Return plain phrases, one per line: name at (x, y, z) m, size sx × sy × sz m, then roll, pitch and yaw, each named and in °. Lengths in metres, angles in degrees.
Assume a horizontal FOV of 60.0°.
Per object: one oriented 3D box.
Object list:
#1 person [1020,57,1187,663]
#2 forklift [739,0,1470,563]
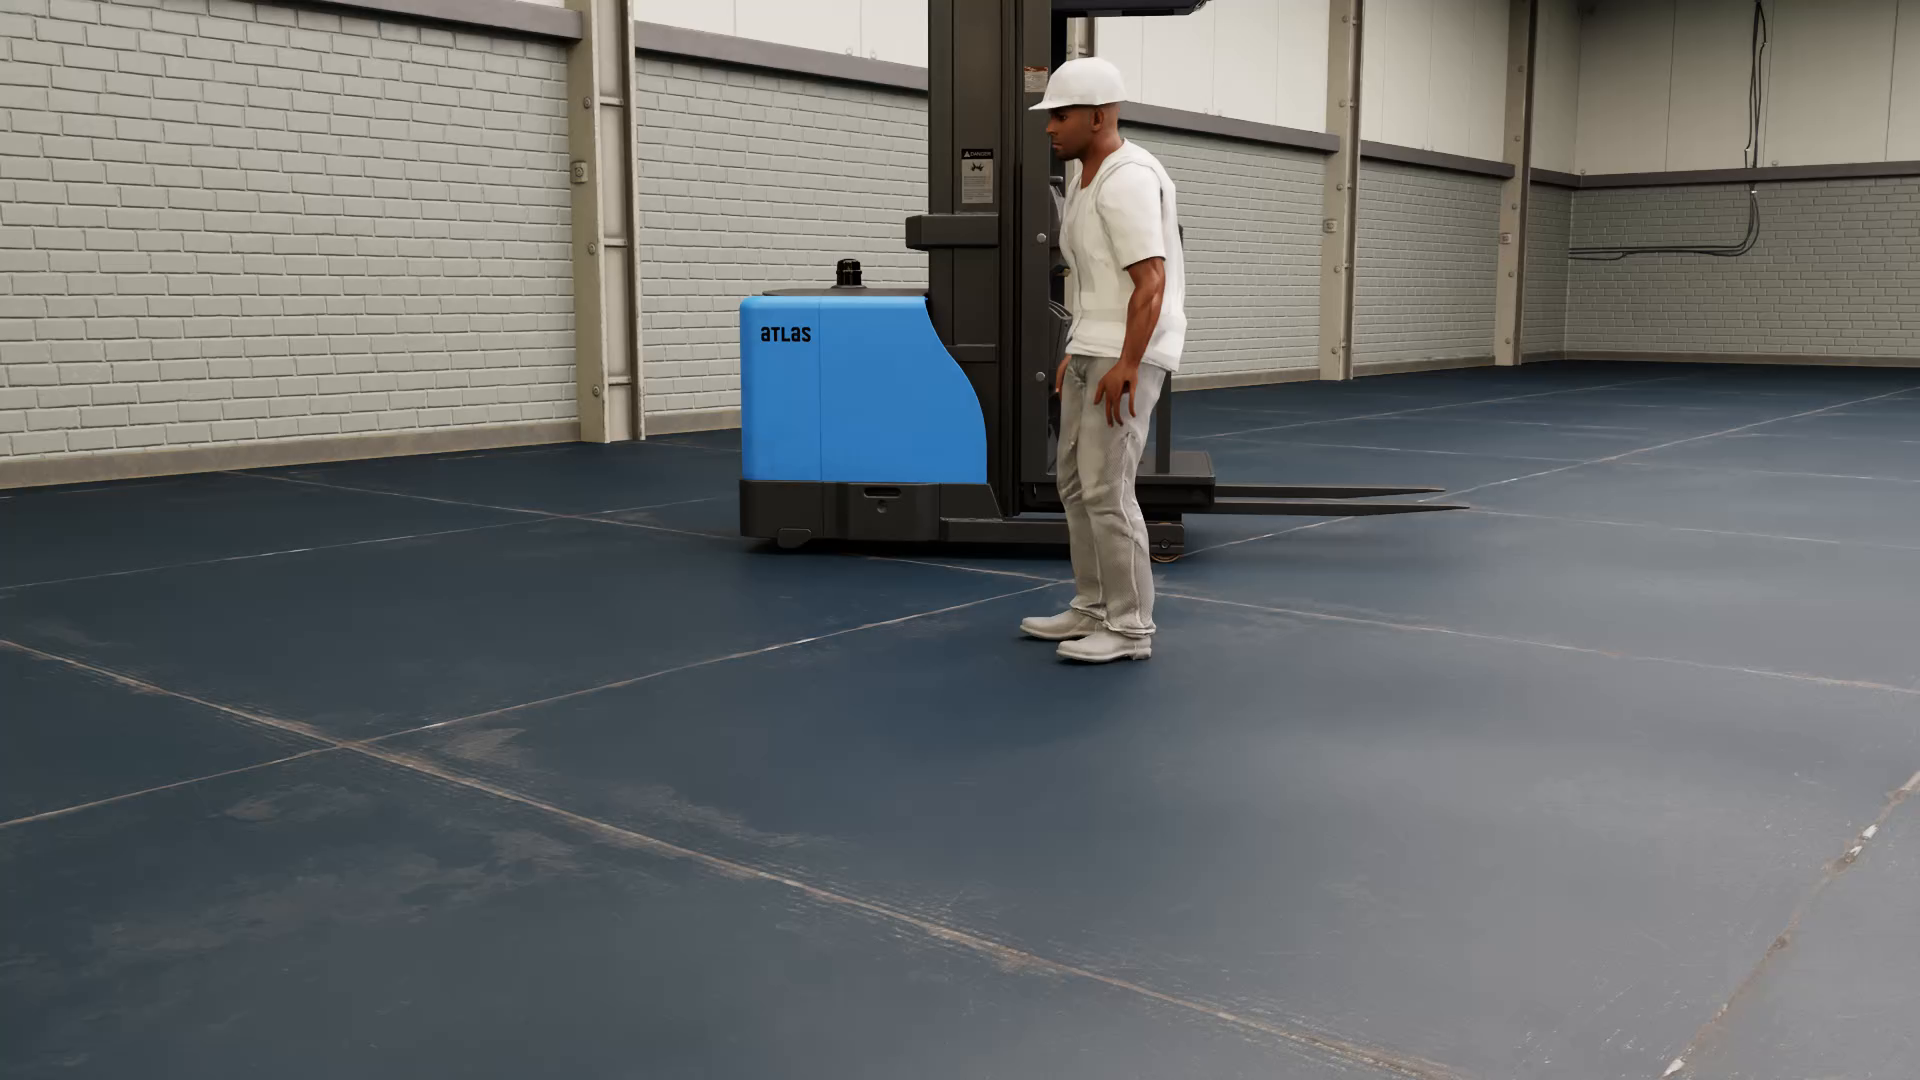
person at (0.422, -0.531, 4.970) m, size 0.461 × 1.760 × 0.627 m, roll -2°, pitch 8°, yaw -11°
forklift at (0.620, -1.439, 7.118) m, size 3.031 × 2.935 × 1.130 m, roll 1°, pitch 8°, yaw 7°
